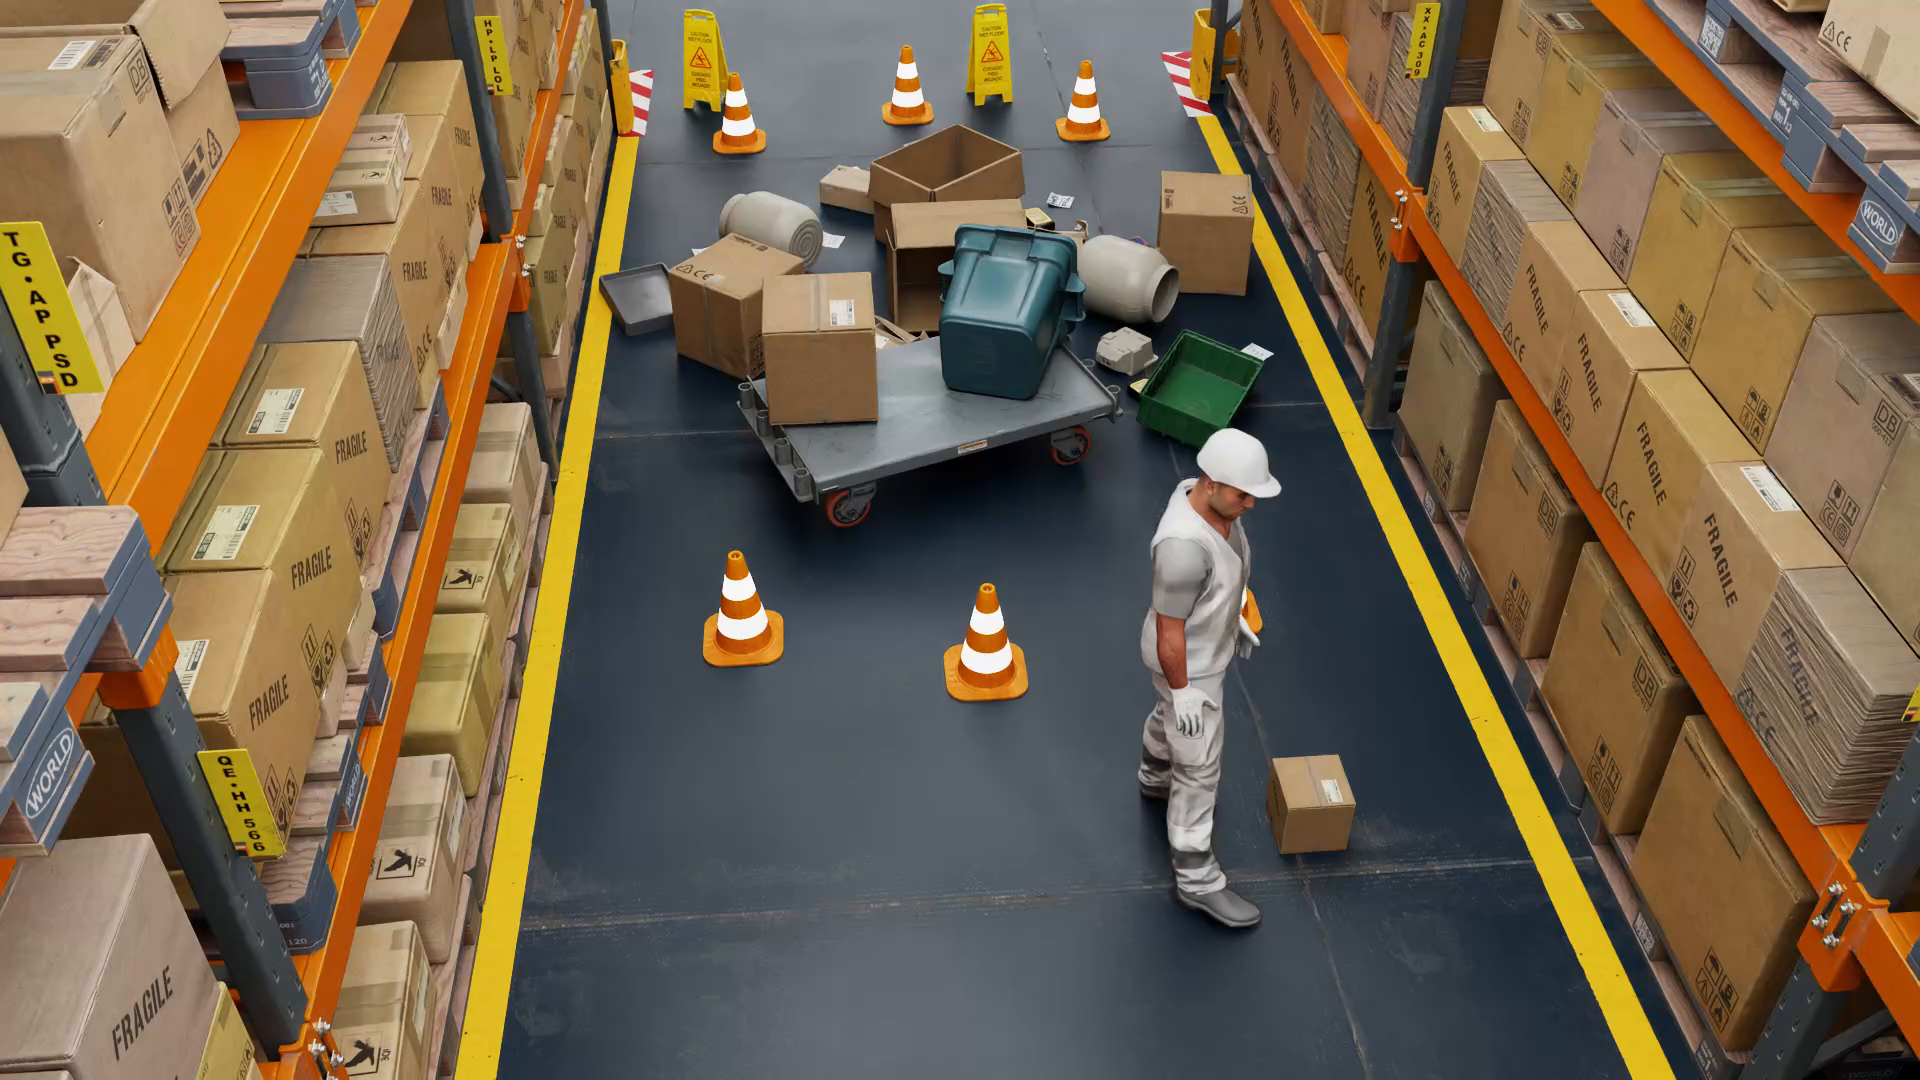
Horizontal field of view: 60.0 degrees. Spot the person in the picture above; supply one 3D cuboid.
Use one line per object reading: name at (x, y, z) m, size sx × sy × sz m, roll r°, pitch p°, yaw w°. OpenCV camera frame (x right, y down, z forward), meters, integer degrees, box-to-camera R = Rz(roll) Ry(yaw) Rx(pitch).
person at (0.872, 0.443, 5.568) m, size 0.568 × 1.776 × 0.690 m, roll 12°, pitch 40°, yaw 14°
